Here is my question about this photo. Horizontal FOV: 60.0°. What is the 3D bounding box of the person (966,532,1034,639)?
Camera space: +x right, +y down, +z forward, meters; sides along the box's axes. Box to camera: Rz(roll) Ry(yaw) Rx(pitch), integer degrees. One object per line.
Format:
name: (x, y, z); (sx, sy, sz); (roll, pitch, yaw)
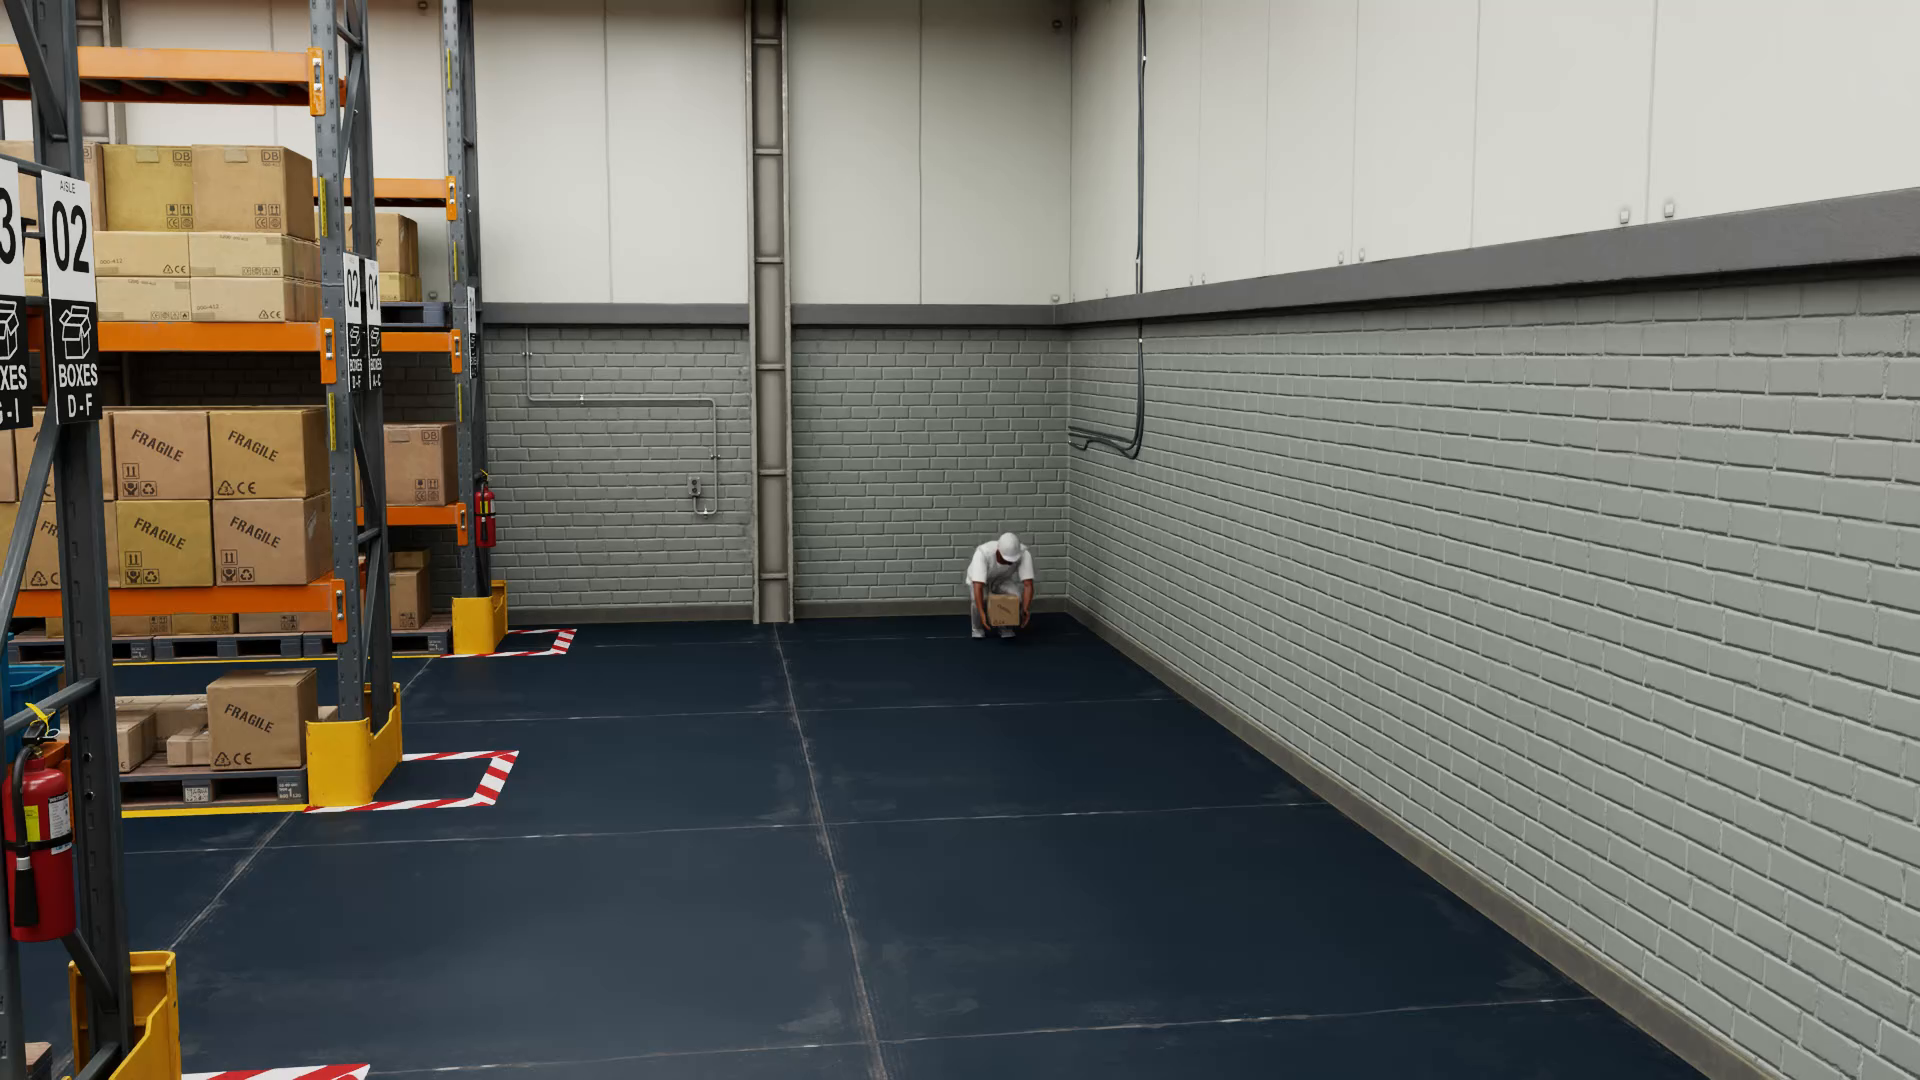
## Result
person: (0.369, 0.408, 15.310); (0.583, 1.028, 0.886); (-1, 7, -9)
